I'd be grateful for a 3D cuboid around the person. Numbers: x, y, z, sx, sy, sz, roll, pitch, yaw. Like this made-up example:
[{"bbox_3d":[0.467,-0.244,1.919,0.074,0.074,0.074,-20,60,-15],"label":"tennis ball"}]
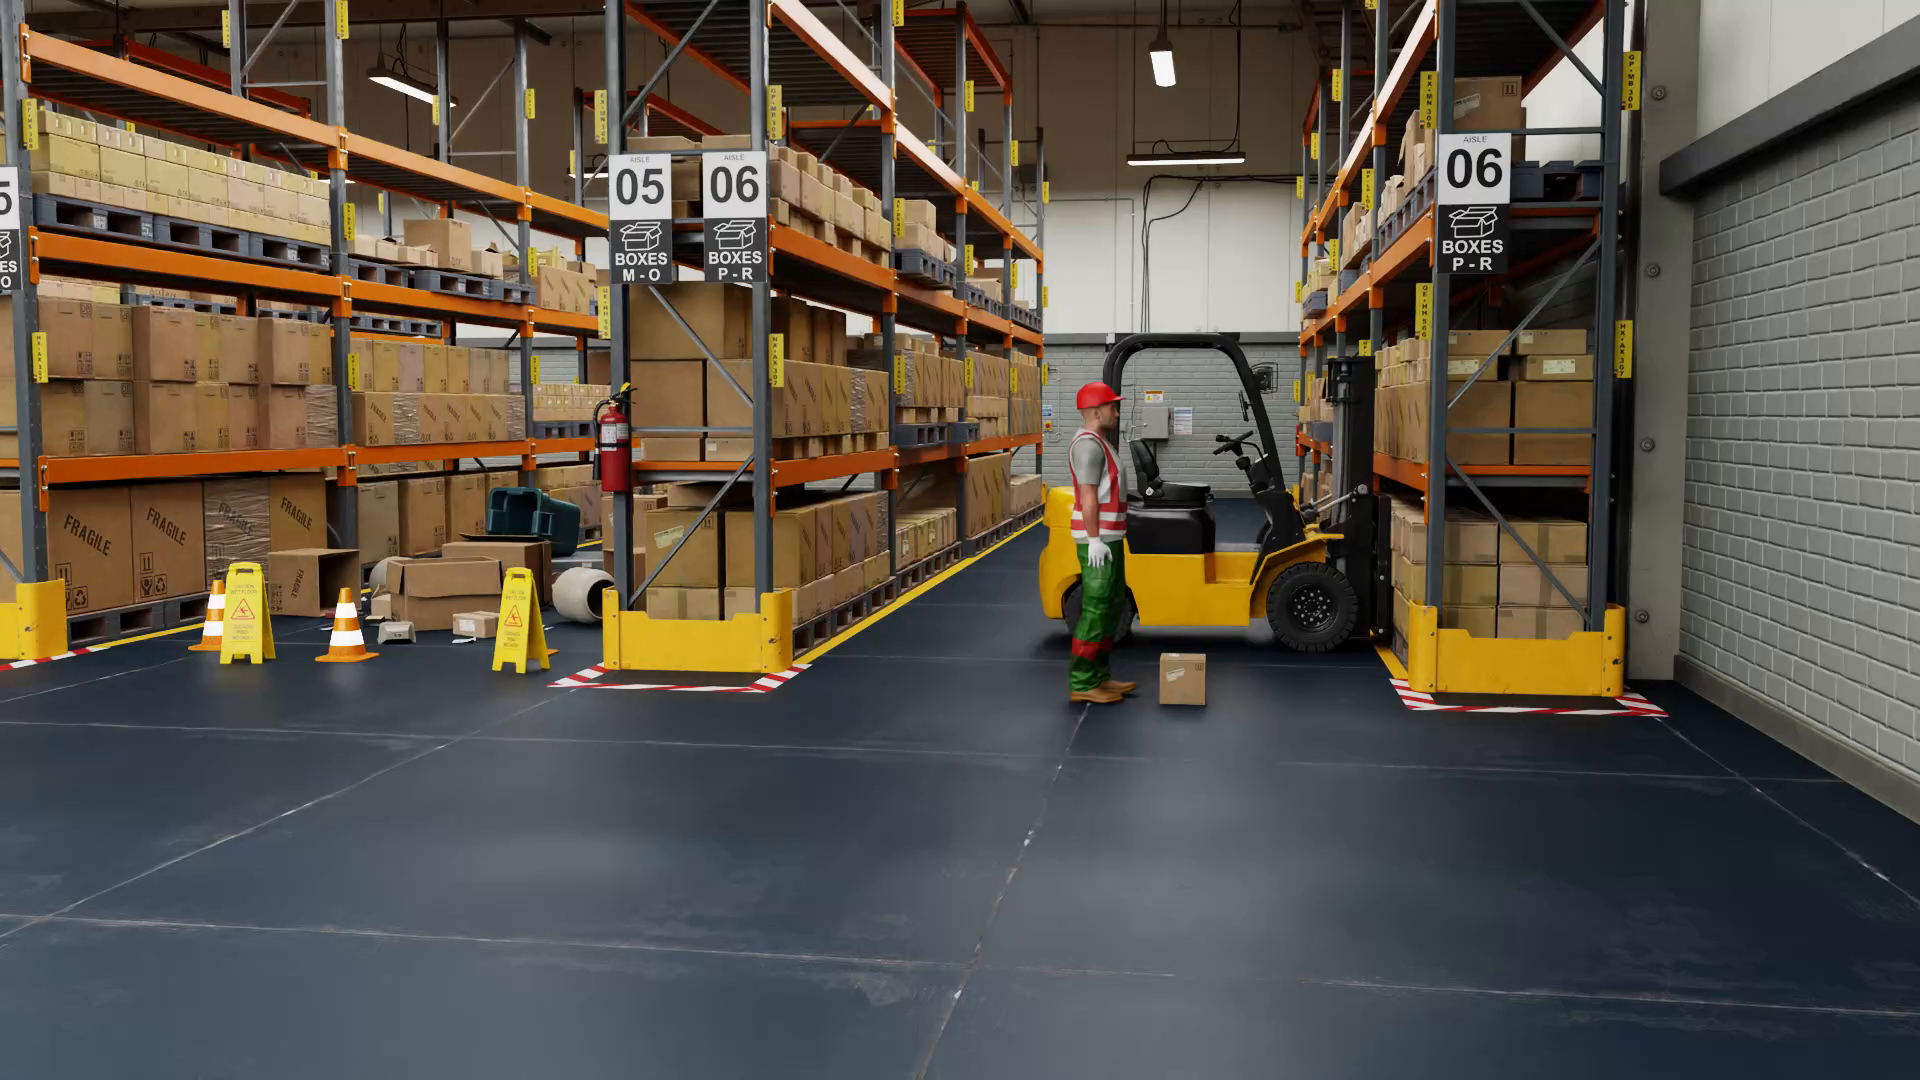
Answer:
[{"bbox_3d":[0.805,0.009,9.343,0.380,1.790,0.524,1,4,10],"label":"person"}]
